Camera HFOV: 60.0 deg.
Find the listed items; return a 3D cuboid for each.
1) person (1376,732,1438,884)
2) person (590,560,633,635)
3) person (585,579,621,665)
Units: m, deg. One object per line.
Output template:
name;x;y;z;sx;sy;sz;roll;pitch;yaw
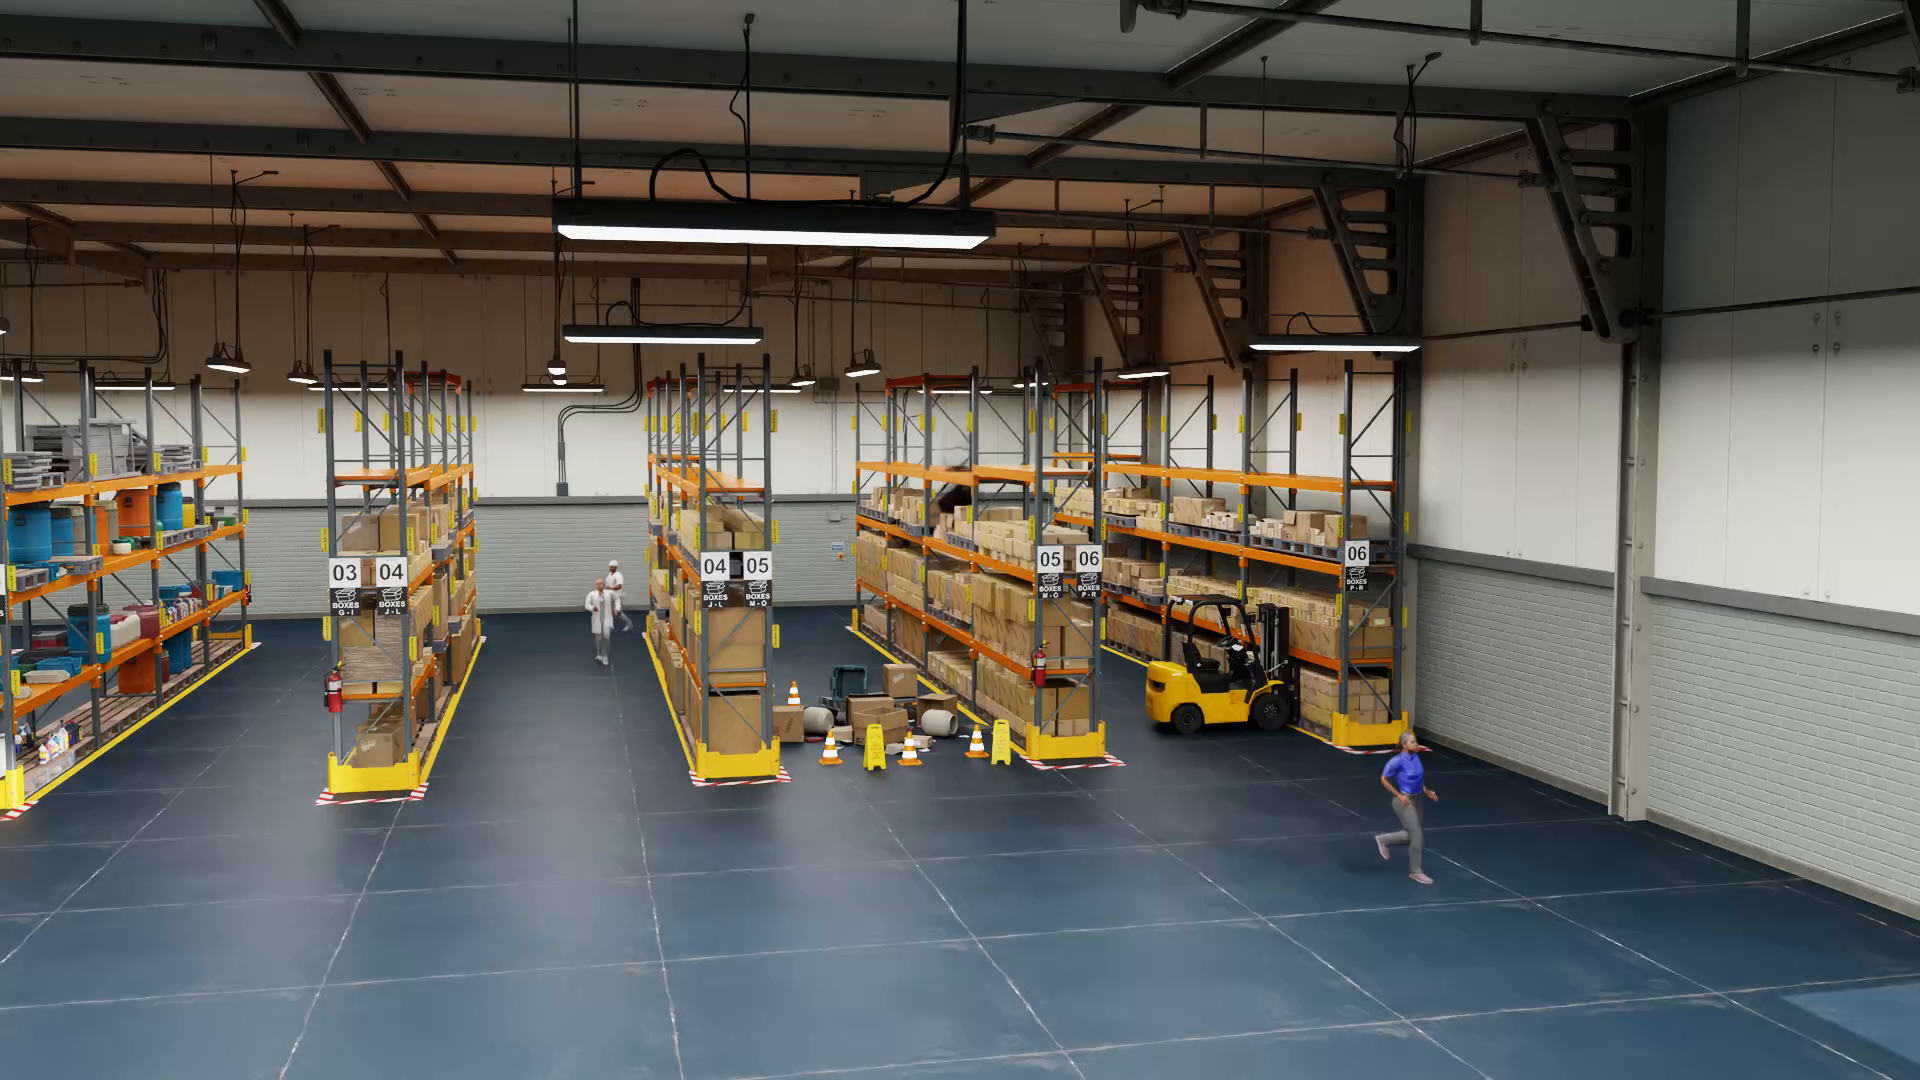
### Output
person;4.894;2.927;18.358;0.577;1.643;0.760;-4;6;-44
person;-8.267;1.364;39.634;0.967;1.772;0.708;-3;5;-38
person;-7.490;1.717;34.867;0.722;1.817;0.822;-1;4;-8
